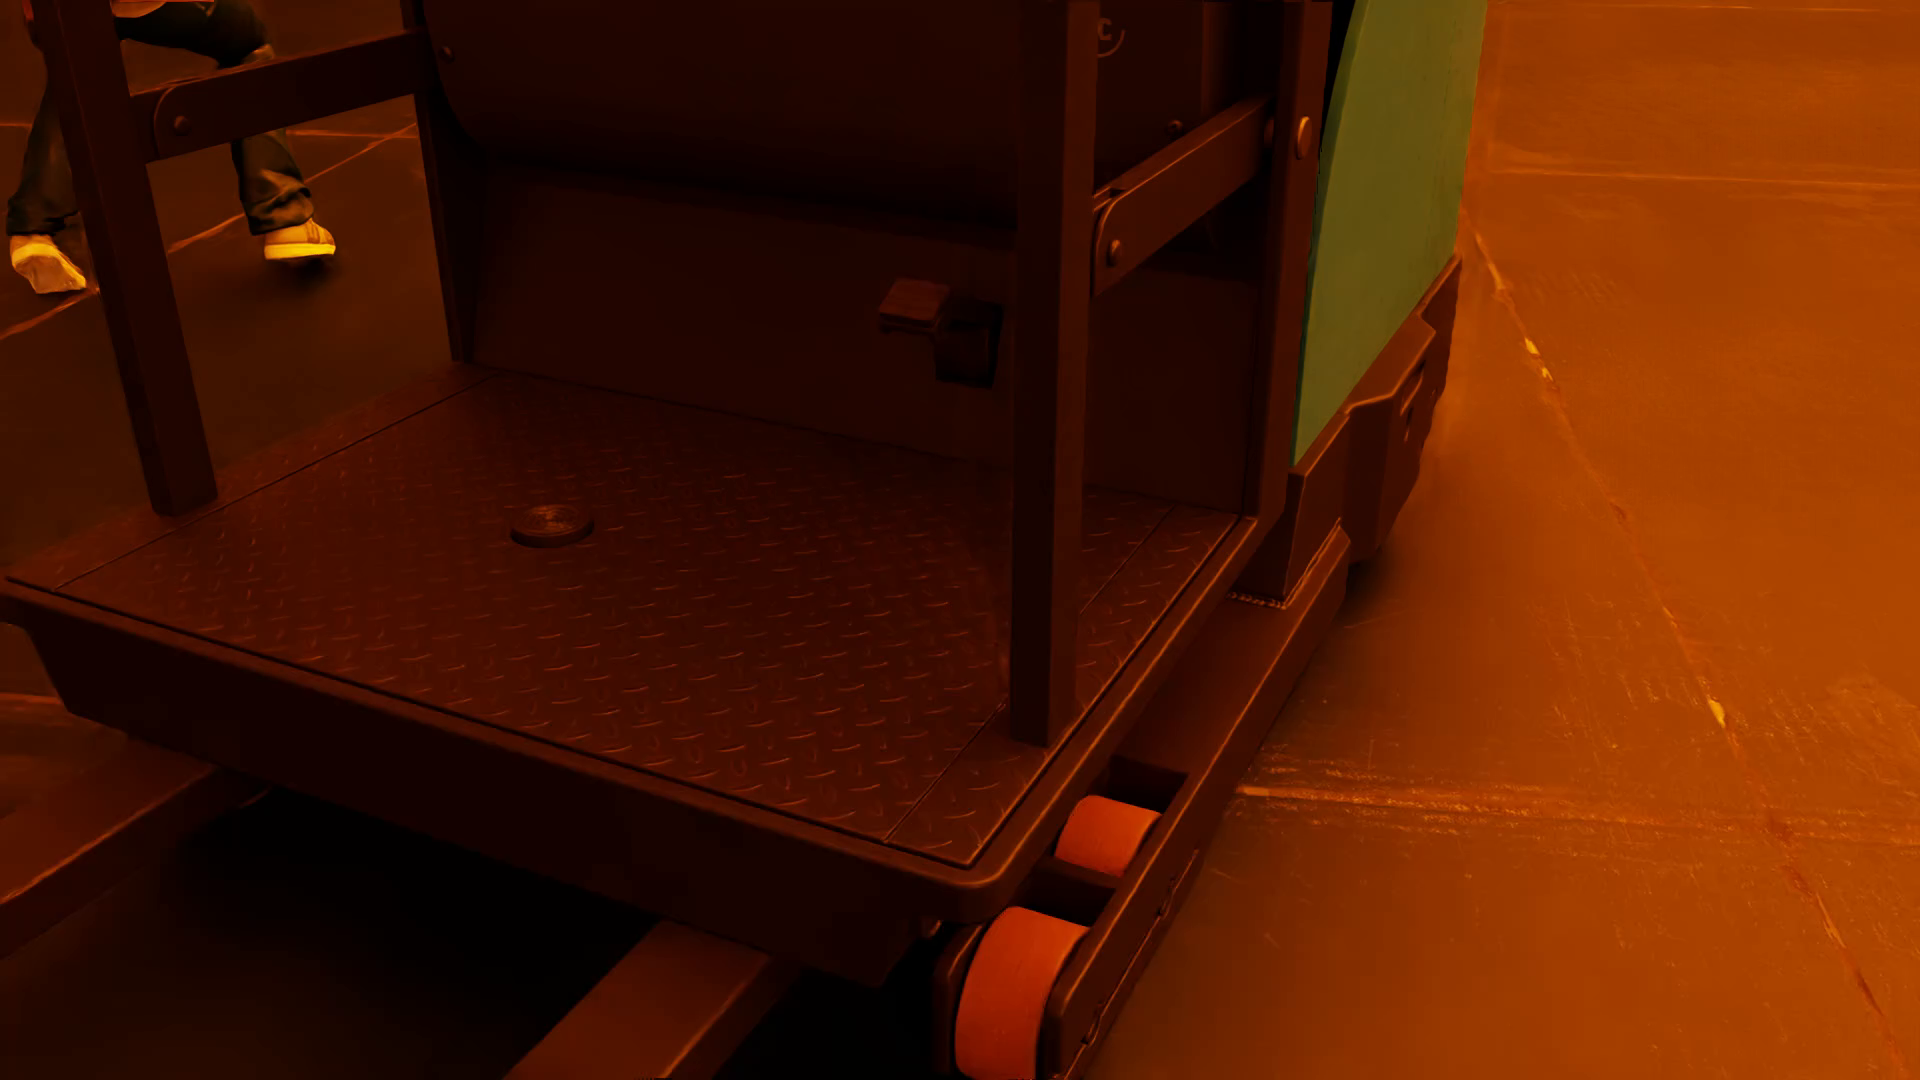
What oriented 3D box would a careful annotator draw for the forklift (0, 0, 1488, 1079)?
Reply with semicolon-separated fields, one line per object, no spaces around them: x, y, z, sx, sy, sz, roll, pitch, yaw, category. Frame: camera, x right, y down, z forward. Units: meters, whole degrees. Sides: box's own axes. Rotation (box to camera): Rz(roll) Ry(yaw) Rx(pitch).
-0.262;-1.036;1.292;1.130;2.935;3.031;12;29;23;forklift

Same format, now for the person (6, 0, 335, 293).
-1.660;-1.180;3.399;0.686;1.350;0.811;-1;27;-3;person
